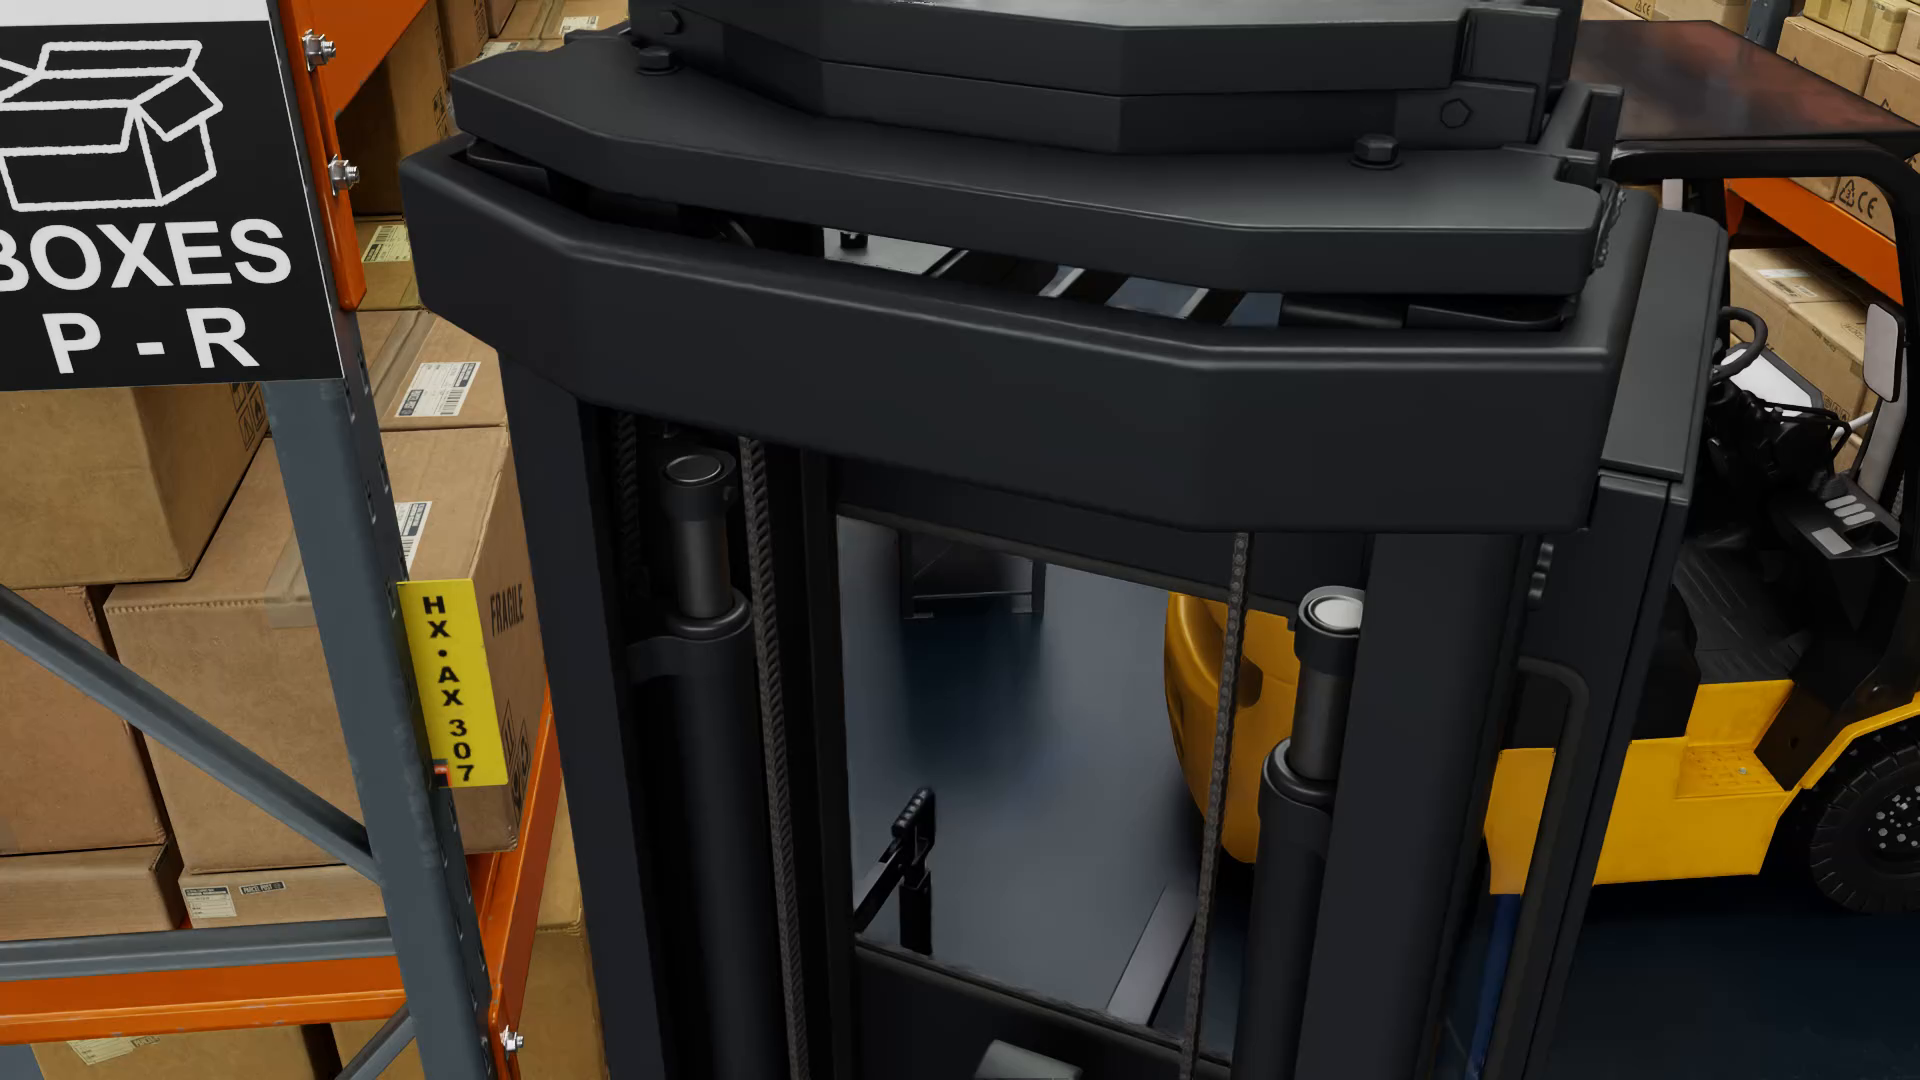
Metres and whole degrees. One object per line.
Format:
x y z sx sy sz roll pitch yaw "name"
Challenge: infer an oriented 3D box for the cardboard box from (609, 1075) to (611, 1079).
-1.000 1.164 3.648 0.500 0.250 0.500 -3 31 -5 "cardboard box"

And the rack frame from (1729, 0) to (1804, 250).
3.368 -1.693 6.159 1.000 3.000 0.127 -3 31 -5 "rack frame"

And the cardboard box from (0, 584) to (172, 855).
-1.525 0.154 2.679 0.500 0.500 0.500 -3 31 -5 "cardboard box"

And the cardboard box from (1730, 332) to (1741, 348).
3.106 -0.646 6.190 0.500 0.250 0.500 -3 31 -5 "cardboard box"

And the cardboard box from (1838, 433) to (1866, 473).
3.190 -0.131 5.329 0.500 0.250 0.500 -3 31 -5 "cardboard box"

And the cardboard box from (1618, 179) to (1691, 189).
3.243 -1.516 7.769 0.875 0.625 0.625 -3 31 -5 "cardboard box"

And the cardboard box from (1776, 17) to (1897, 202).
3.149 -1.497 5.733 0.500 0.500 0.500 -4 31 -6 "cardboard box"

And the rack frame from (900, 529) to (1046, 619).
0.047 -0.227 5.533 0.500 1.125 0.032 -3 31 -5 "rack frame"

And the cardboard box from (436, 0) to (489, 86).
-1.723 -1.556 4.568 0.700 0.500 0.500 -3 31 -4 "cardboard box"

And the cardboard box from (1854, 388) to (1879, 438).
3.196 -0.345 5.199 0.500 0.250 0.500 -2 31 -3 "cardboard box"

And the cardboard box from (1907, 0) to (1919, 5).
3.234 -1.837 5.380 0.380 0.149 0.250 -2 31 -4 "cardboard box"

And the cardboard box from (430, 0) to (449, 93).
-1.703 -1.299 4.136 0.700 0.500 0.500 -3 31 -6 "cardboard box"

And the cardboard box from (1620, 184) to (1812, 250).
3.308 -1.120 7.106 0.875 0.625 0.625 -1 31 -2 "cardboard box"

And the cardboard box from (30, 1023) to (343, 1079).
-1.535 0.871 3.408 0.500 0.500 0.500 -3 31 -4 "cardboard box"

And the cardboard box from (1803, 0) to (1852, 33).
3.136 -1.839 5.674 0.380 0.149 0.250 -3 31 -5 "cardboard box"

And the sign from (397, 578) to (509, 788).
-0.660 0.191 2.160 0.100 0.325 0.005 -3 31 -5 "sign"

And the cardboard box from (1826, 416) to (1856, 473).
3.155 -0.389 5.760 0.500 0.250 0.500 -3 31 -5 "cardboard box"

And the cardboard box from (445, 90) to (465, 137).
-1.177 -0.882 4.414 0.500 0.500 0.500 -2 31 -3 "cardboard box"

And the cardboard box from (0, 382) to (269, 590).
-1.465 -0.261 2.400 0.700 0.500 0.500 -3 31 -6 "cardboard box"

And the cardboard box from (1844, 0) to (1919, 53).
3.161 -1.707 5.452 0.380 0.149 0.250 -2 31 -3 "cardboard box"

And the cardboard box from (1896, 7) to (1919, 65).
3.214 -1.575 5.232 0.380 0.149 0.250 -3 31 -5 "cardboard box"

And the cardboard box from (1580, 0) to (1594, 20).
2.992 -2.385 7.464 0.500 0.250 0.500 -3 31 -4 "cardboard box"

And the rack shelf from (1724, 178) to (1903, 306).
3.555 -0.363 4.634 1.077 0.370 4.000 -3 31 -5 "rack shelf"

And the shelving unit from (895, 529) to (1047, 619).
-0.001 -0.486 5.967 0.538 1.125 1.048 -3 31 -5 "shelving unit"

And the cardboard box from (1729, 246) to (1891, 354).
3.101 -0.860 6.062 0.500 0.250 0.500 -3 31 -5 "cardboard box"

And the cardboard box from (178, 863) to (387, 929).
-1.026 0.513 2.710 0.380 0.149 0.250 -3 31 -4 "cardboard box"

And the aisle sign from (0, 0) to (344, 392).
-0.886 -0.510 1.644 0.394 0.787 0.004 -3 31 -5 "aisle sign"

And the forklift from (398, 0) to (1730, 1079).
0.269 0.589 2.406 1.130 2.935 3.031 13 33 20 "forklift"

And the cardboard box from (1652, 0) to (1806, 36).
3.067 -2.082 6.469 0.500 0.250 0.500 -3 31 -6 "cardboard box"

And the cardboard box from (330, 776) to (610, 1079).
-1.003 0.830 3.476 0.500 0.500 0.500 -4 31 -6 "cardboard box"

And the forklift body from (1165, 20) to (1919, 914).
1.748 -0.167 4.432 2.313 2.155 1.214 -3 31 -5 "forklift body"

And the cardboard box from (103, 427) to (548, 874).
-0.968 0.163 2.664 0.500 0.500 0.500 -3 31 -5 "cardboard box"

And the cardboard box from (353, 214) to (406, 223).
-1.124 -0.620 3.976 0.500 0.500 0.500 -3 31 -6 "cardboard box"

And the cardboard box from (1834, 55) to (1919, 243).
3.214 -1.232 5.289 0.500 0.500 0.500 -2 31 -4 "cardboard box"

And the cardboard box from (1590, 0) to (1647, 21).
3.008 -2.130 7.037 0.500 0.250 0.500 -3 31 -5 "cardboard box"

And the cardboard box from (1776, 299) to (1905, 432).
3.138 -0.598 5.624 0.500 0.250 0.500 -3 31 -5 "cardboard box"

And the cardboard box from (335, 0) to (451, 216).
-1.563 -1.037 3.698 0.700 0.500 0.500 -3 31 -5 "cardboard box"

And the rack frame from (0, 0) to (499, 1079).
-1.197 0.589 2.339 0.949 2.616 0.053 -3 31 -5 "rack frame"

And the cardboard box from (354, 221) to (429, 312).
-1.069 -0.361 3.542 0.500 0.500 0.500 -3 31 -6 "cardboard box"

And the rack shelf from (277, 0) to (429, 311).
-1.387 -1.411 3.464 1.077 0.370 4.000 -3 31 -5 "rack shelf"

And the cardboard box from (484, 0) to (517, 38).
-1.749 -1.818 5.006 0.700 0.500 0.500 -3 31 -5 "cardboard box"

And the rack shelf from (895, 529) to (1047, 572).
-0.001 -0.276 6.093 0.538 0.278 1.000 -3 31 -5 "rack shelf"

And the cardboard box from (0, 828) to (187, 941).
-1.448 0.516 2.706 0.380 0.149 0.250 -2 31 -3 "cardboard box"

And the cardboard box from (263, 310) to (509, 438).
-1.020 -0.101 3.107 0.500 0.500 0.500 -2 31 -3 "cardboard box"

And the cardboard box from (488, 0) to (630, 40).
-1.285 -1.409 5.296 0.500 0.500 0.500 -4 31 -6 "cardboard box"

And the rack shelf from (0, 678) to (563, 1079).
-1.387 -0.123 4.233 1.077 0.370 4.000 -3 31 -5 "rack shelf"

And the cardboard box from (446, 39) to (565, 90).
-1.230 -1.146 4.857 0.500 0.500 0.500 -2 31 -3 "cardboard box"

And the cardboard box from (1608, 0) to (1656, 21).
3.012 -2.344 6.908 0.500 0.250 0.500 -4 31 -6 "cardboard box"
